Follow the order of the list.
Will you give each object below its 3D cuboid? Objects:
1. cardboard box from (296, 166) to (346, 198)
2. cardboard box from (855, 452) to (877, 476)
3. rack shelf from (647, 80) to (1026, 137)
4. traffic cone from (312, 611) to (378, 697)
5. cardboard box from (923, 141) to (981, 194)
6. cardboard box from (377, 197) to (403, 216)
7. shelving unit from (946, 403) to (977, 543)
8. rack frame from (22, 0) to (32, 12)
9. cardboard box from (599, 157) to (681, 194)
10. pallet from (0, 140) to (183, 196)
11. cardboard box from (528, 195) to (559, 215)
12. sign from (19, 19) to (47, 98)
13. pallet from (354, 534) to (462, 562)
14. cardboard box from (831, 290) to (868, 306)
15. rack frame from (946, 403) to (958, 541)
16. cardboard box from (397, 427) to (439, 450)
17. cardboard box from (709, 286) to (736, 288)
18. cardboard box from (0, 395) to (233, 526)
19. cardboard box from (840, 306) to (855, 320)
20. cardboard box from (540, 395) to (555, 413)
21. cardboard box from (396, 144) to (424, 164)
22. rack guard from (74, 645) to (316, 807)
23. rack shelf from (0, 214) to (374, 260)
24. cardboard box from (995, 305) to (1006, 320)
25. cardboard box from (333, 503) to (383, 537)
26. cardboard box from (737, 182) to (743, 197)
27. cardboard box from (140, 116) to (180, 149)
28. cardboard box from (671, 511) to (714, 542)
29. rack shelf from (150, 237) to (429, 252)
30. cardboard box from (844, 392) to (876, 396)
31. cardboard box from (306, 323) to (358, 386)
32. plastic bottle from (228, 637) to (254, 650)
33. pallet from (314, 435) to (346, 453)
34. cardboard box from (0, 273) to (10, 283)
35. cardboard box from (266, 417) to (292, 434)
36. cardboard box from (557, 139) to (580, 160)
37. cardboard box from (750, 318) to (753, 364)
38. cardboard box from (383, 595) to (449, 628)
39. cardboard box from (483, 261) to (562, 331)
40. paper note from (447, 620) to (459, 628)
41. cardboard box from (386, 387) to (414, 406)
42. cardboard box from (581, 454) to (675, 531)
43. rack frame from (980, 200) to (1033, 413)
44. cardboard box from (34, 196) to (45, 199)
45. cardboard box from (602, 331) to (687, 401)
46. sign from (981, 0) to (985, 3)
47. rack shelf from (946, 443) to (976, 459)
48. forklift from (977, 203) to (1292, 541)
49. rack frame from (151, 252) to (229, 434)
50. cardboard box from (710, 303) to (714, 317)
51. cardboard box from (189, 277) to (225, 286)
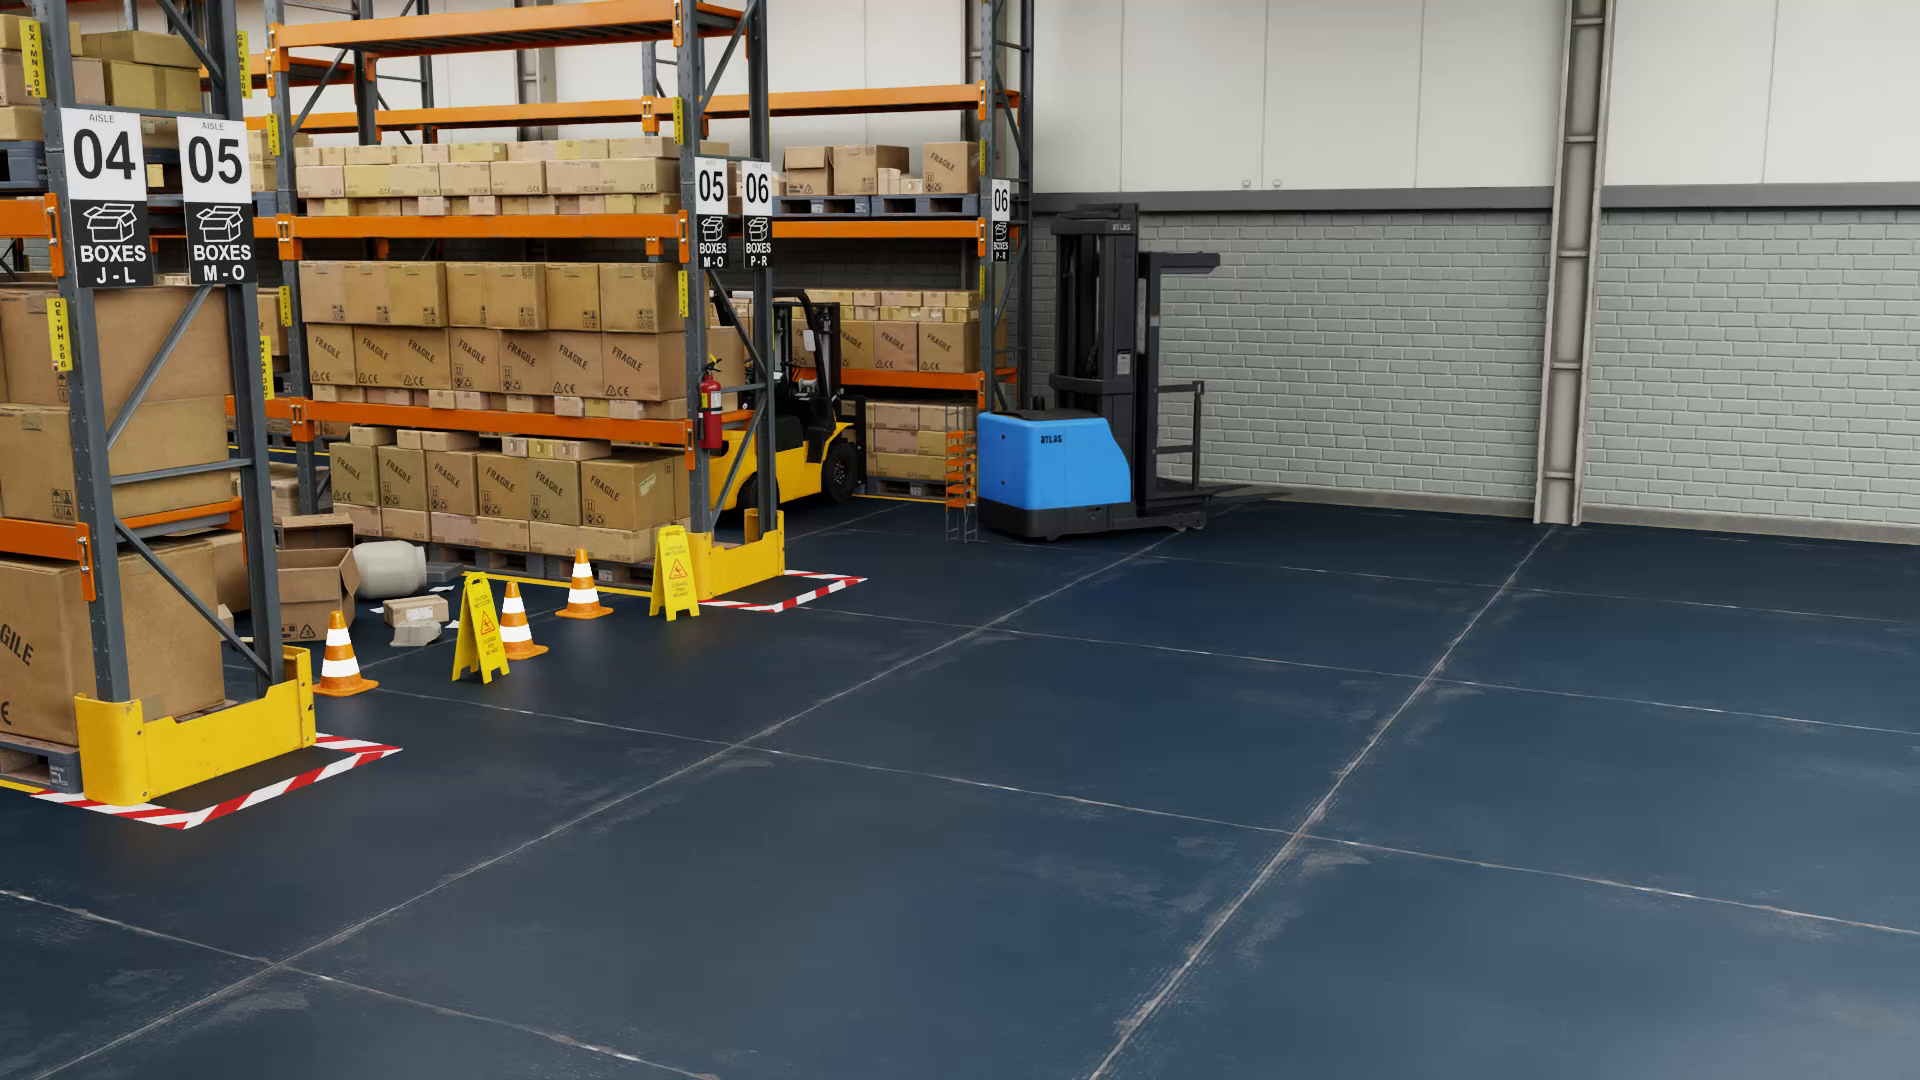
[{"bbox_3d":[-5.033,-2.912,13.562,0.500,0.250,0.500,5,11,25],"label":"cardboard box"},{"bbox_3d":[-0.974,-0.842,17.500,0.500,0.250,0.500,5,11,26],"label":"cardboard box"},{"bbox_3d":[-1.320,-4.479,17.352,4.000,0.370,1.077,5,11,26],"label":"rack shelf"},{"bbox_3d":[-3.667,0.651,9.832,0.334,0.463,0.336,5,11,26],"label":"traffic cone"},{"bbox_3d":[-0.031,-3.697,16.571,0.500,0.500,0.500,5,12,28],"label":"cardboard box"},{"bbox_3d":[-4.447,-2.673,13.361,0.250,0.149,0.380,5,12,28],"label":"cardboard box"},{"bbox_3d":[0.013,-0.589,14.617,0.189,1.200,0.258,5,11,26],"label":"shelving unit"},{"bbox_3d":[-8.894,-4.709,15.483,0.127,3.000,1.000,5,11,26],"label":"rack frame"},{"bbox_3d":[-2.298,-2.673,12.239,0.500,0.250,0.500,5,11,25],"label":"cardboard box"},{"bbox_3d":[-4.489,-1.818,8.176,1.213,0.211,1.003,5,11,26],"label":"pallet"},{"bbox_3d":[-3.066,-2.546,12.659,0.250,0.149,0.380,5,11,25],"label":"cardboard box"},{"bbox_3d":[-4.072,-2.116,7.310,0.005,0.325,0.100,5,11,26],"label":"sign"},{"bbox_3d":[-4.689,-0.023,14.263,1.213,0.211,1.003,5,11,26],"label":"pallet"},{"bbox_3d":[-1.130,-2.514,17.260,0.250,0.149,0.380,5,12,27],"label":"cardboard box"},{"bbox_3d":[-0.069,-0.596,14.657,0.006,1.200,0.240,5,11,26],"label":"rack frame"},{"bbox_3d":[-4.350,-0.835,13.534,0.250,0.149,0.380,6,12,28],"label":"cardboard box"},{"bbox_3d":[-2.694,-2.773,18.692,0.250,0.149,0.380,5,11,26],"label":"cardboard box"},{"bbox_3d":[-4.172,-0.424,8.230,0.550,0.550,0.875,5,11,26],"label":"cardboard box"},{"bbox_3d":[-1.123,-2.368,17.290,0.250,0.149,0.380,5,11,26],"label":"cardboard box"},{"bbox_3d":[-3.058,-1.083,12.994,0.250,0.149,0.380,5,11,27],"label":"cardboard box"},{"bbox_3d":[-4.221,-3.035,13.123,0.250,0.149,0.380,5,11,24],"label":"cardboard box"},{"bbox_3d":[-3.797,0.904,8.334,0.348,0.500,1.175,5,11,26],"label":"rack guard"},{"bbox_3d":[-7.100,-2.722,14.943,4.000,0.370,1.077,5,11,26],"label":"rack shelf"},{"bbox_3d":[0.284,-2.356,17.226,0.250,0.149,0.380,5,11,24],"label":"cardboard box"},{"bbox_3d":[-4.897,-0.206,13.988,0.500,0.250,0.500,4,11,23],"label":"cardboard box"},{"bbox_3d":[-2.156,-3.699,17.568,0.250,0.149,0.380,5,12,28],"label":"cardboard box"},{"bbox_3d":[-3.985,-2.015,8.263,0.250,0.149,0.380,5,11,26],"label":"cardboard box"},{"bbox_3d":[-2.320,-0.088,13.337,0.500,0.250,0.500,5,11,25],"label":"cardboard box"},{"bbox_3d":[-8.494,-3.830,21.067,4.000,0.370,1.077,5,11,26],"label":"rack shelf"},{"bbox_3d":[-1.224,-1.455,18.081,0.500,0.250,0.500,5,11,25],"label":"cardboard box"},{"bbox_3d":[-5.035,-1.558,13.803,0.500,0.500,0.500,5,11,26],"label":"cardboard box"},{"bbox_3d":[-4.640,0.676,10.825,0.283,0.061,0.133,1,10,6],"label":"plastic bottle"},{"bbox_3d":[-7.354,-1.243,21.006,1.213,0.211,1.003,5,11,26],"label":"pallet"},{"bbox_3d":[-9.473,-2.297,15.913,0.500,0.500,0.500,5,11,24],"label":"cardboard box"},{"bbox_3d":[-8.564,-1.646,21.241,0.500,0.500,0.500,5,11,24],"label":"cardboard box"},{"bbox_3d":[-2.809,-2.923,12.502,0.250,0.149,0.380,5,11,26],"label":"cardboard box"},{"bbox_3d":[-1.902,-2.130,17.793,0.500,0.500,0.500,5,11,25],"label":"cardboard box"},{"bbox_3d":[-3.788,0.495,11.576,0.380,0.149,0.250,-7,12,-33],"label":"cardboard box"},{"bbox_3d":[-3.228,-1.885,12.797,0.500,0.500,0.700,5,11,25],"label":"cardboard box"},{"bbox_3d":[-3.448,0.578,11.453,0.142,0.019,0.148,1,10,6],"label":"paper note"},{"bbox_3d":[-4.458,-1.190,13.586,0.250,0.149,0.380,5,12,28],"label":"cardboard box"},{"bbox_3d":[-2.553,-0.371,12.793,0.500,0.500,0.500,5,11,26],"label":"cardboard box"},{"bbox_3d":[0.474,-1.920,16.916,0.127,3.000,1.000,5,11,26],"label":"rack frame"},{"bbox_3d":[-8.048,-3.206,15.320,0.500,0.500,0.700,5,11,26],"label":"cardboard box"},{"bbox_3d":[-2.328,-1.321,12.492,0.500,0.500,0.500,5,11,25],"label":"cardboard box"},{"bbox_3d":[0.221,-5.285,15.819,0.005,0.325,0.100,5,11,26],"label":"sign"},{"bbox_3d":[0.013,-0.782,14.582,0.180,0.103,0.258,5,11,26],"label":"rack shelf"},{"bbox_3d":[1.689,-1.596,15.319,3.031,2.935,1.130,-5,12,-27],"label":"forklift"},{"bbox_3d":[-10.288,-2.866,22.140,0.127,3.000,1.000,5,11,26],"label":"rack frame"},{"bbox_3d":[-2.711,-2.516,18.108,0.250,0.149,0.380,5,12,27],"label":"cardboard box"},{"bbox_3d":[-6.444,-2.216,14.435,0.250,0.149,0.380,5,11,24],"label":"cardboard box"}]
